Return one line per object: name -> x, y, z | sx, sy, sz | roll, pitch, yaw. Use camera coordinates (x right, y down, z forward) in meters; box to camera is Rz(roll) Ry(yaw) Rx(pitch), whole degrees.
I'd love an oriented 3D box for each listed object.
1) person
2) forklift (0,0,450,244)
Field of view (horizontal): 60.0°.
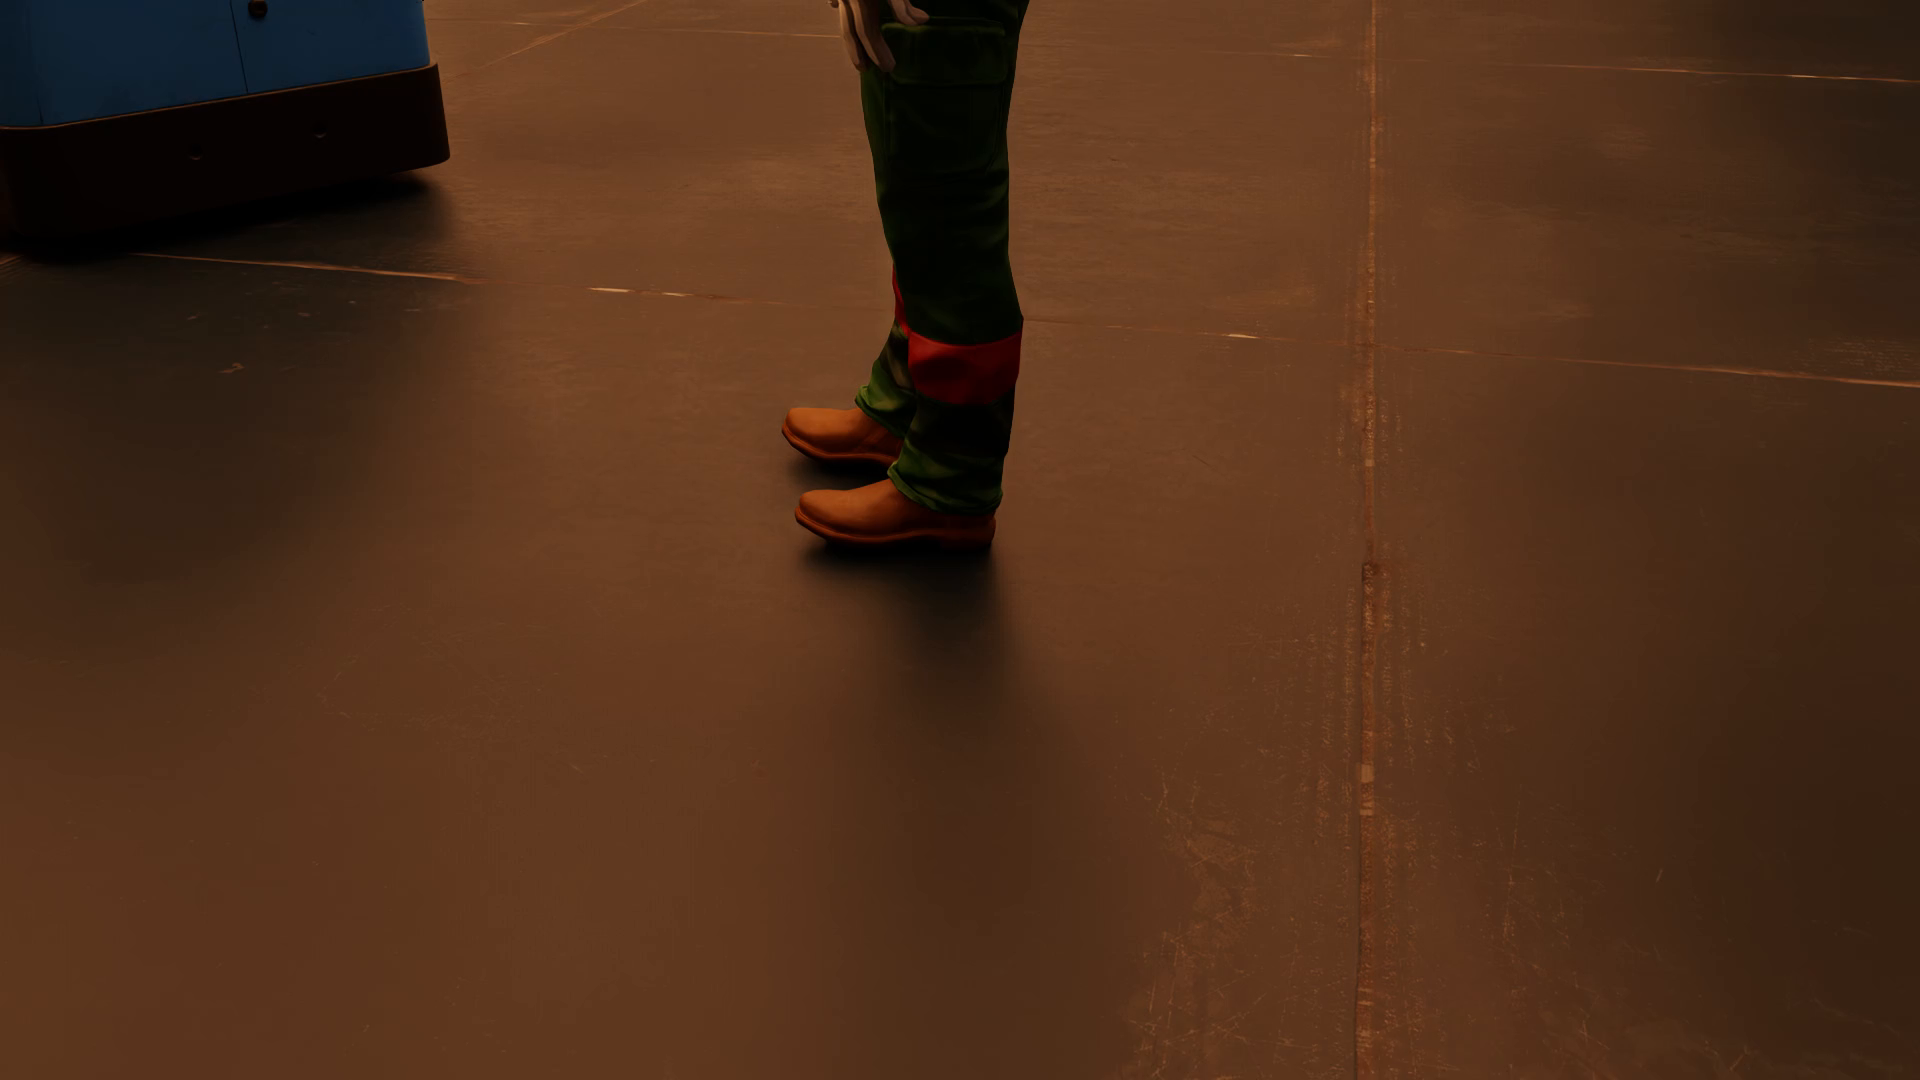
person -> -0.077, -0.819, 2.120 | 0.560, 1.790, 0.637 | 6, 27, 11
forklift -> -2.722, -2.534, 4.269 | 3.031, 2.935, 1.130 | 24, 35, 39
